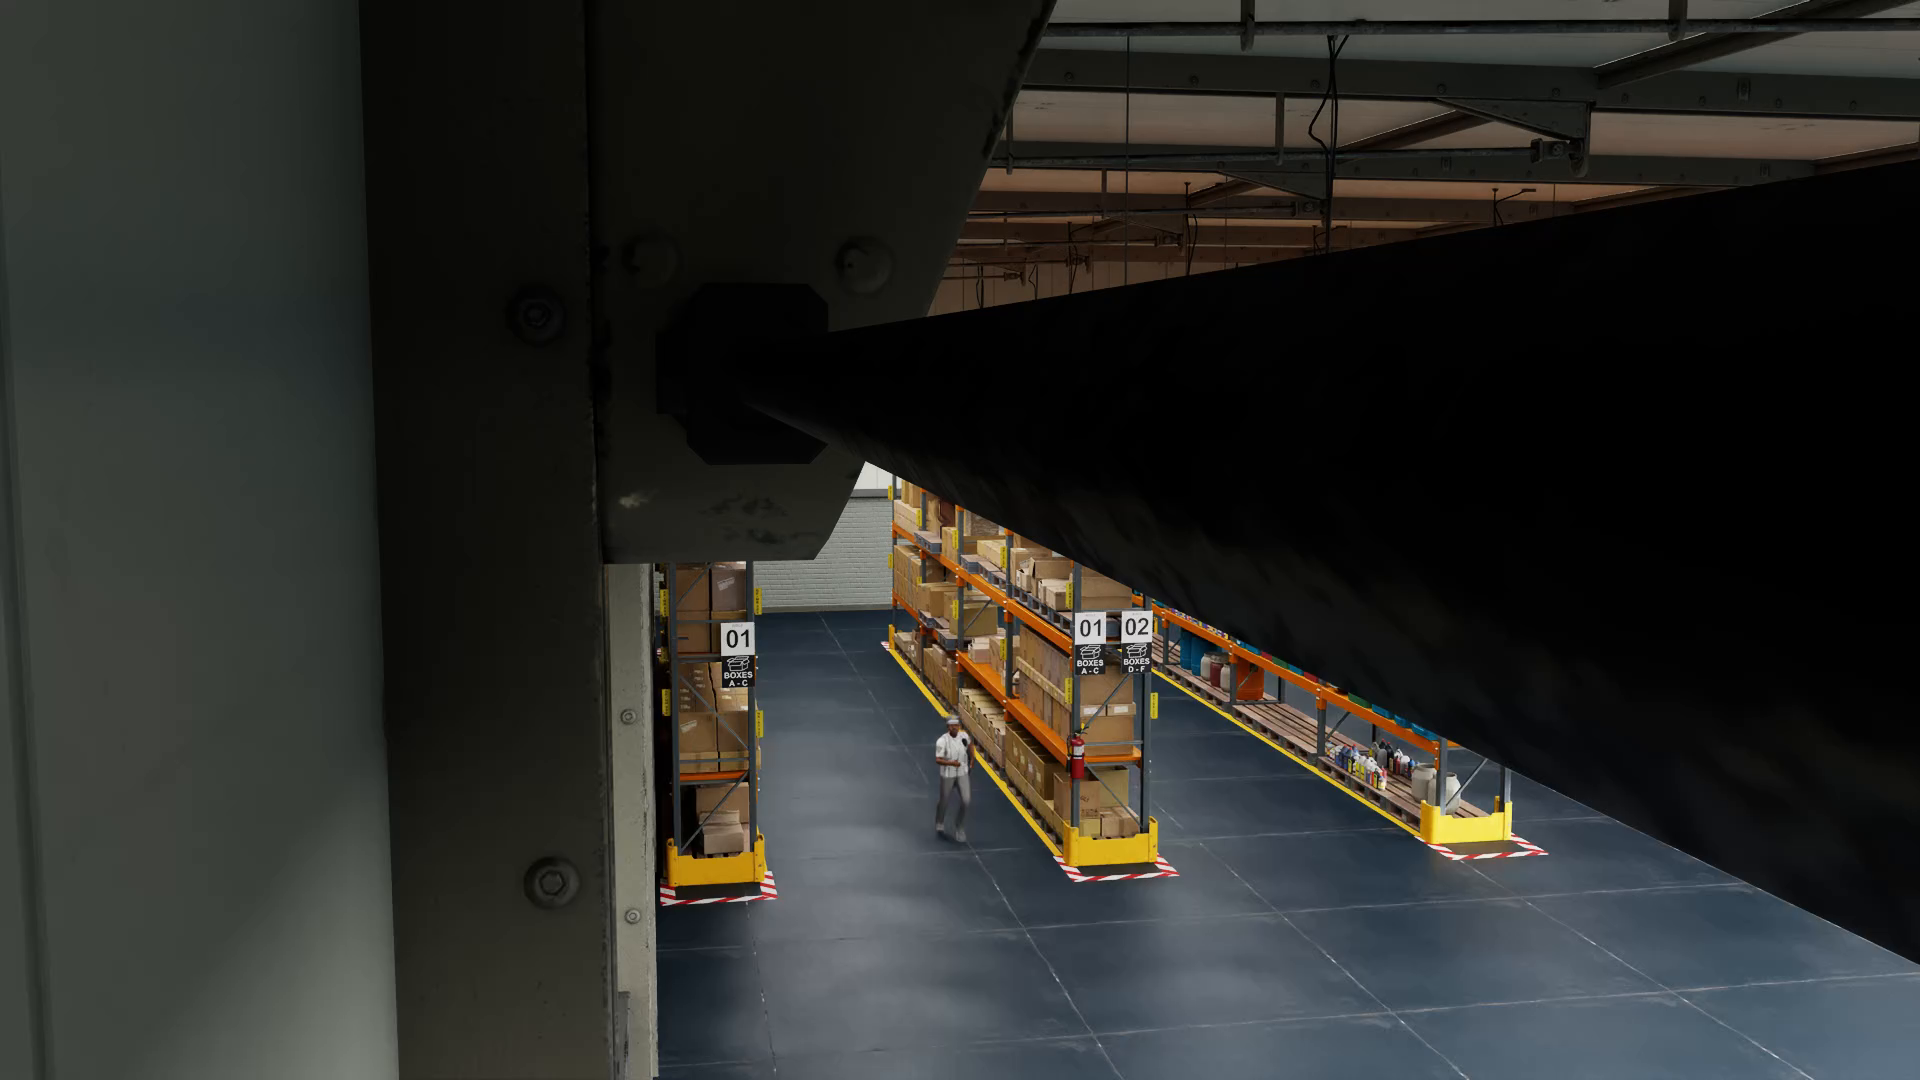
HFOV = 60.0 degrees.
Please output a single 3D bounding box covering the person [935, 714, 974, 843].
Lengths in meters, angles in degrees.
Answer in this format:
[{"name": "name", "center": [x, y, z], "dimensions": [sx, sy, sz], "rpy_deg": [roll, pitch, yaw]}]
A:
[{"name": "person", "center": [-0.061, 3.121, 21.969], "dimensions": [0.582, 1.705, 0.848], "rpy_deg": [-2, 6, -15]}]
